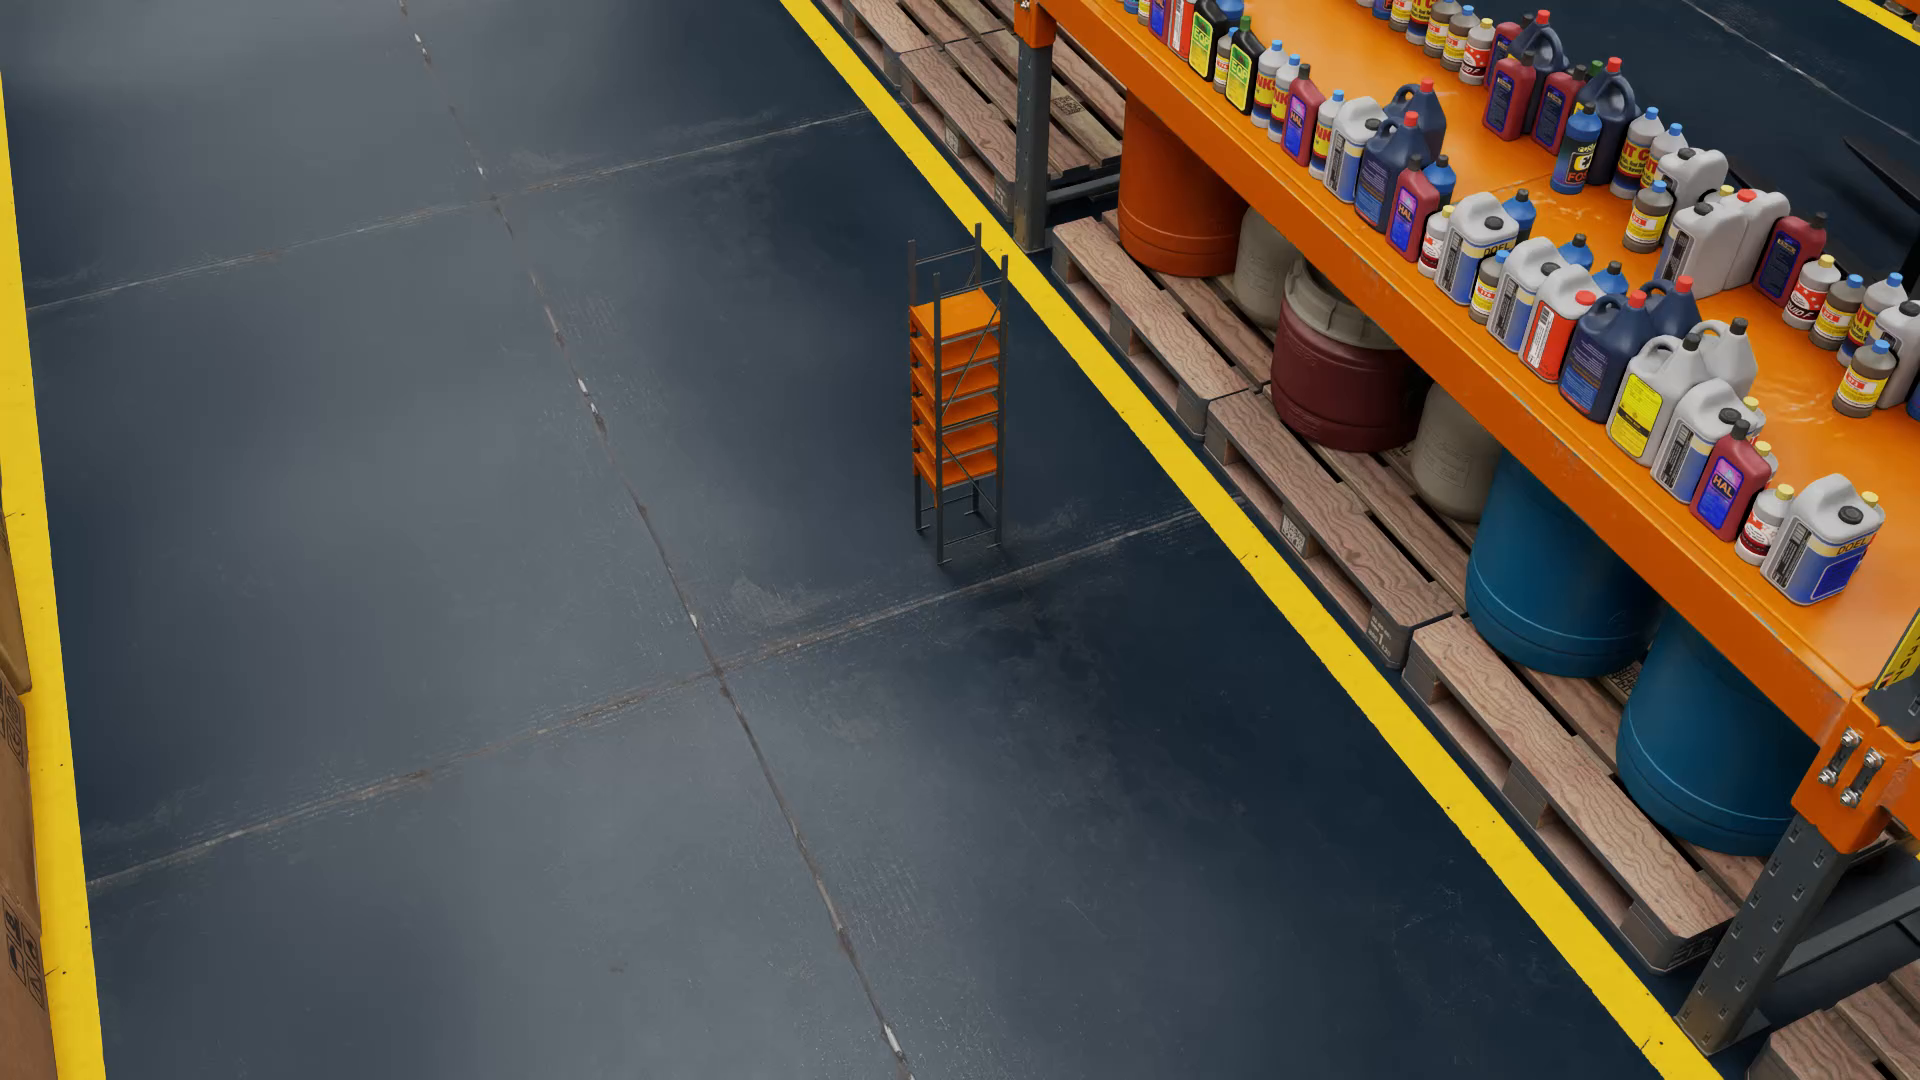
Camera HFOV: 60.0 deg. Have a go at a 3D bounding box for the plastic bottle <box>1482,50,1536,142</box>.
[{"bbox_3d":[1.688,-1.379,5.095,0.061,0.283,0.133,-18,47,-17],"label":"plastic bottle"}]

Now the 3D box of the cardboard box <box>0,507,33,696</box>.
[{"bbox_3d":[-3.520,0.075,4.752,1.225,0.875,0.875,-20,48,-19],"label":"cardboard box"}]

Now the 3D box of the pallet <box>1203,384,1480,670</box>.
[{"bbox_3d":[1.581,-0.182,5.784,1.003,0.211,1.213,-18,47,-17],"label":"pallet"}]

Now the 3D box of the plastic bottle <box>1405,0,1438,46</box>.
[{"bbox_3d":[1.553,-1.789,5.519,0.097,0.271,0.097,0,45,0],"label":"plastic bottle"}]

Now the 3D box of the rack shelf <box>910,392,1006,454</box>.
[{"bbox_3d":[-0.006,-0.405,5.369,0.258,0.103,0.180,-18,47,-17],"label":"rack shelf"}]

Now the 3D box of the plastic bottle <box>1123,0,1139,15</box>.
[{"bbox_3d":[0.616,-1.942,5.674,0.097,0.271,0.097,0,45,0],"label":"plastic bottle"}]

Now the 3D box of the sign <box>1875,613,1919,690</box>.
[{"bbox_3d":[1.885,0.171,3.244,0.100,0.325,0.005,-18,47,-17],"label":"sign"}]

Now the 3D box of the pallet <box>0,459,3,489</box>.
[{"bbox_3d":[-4.118,-0.484,6.090,1.003,0.211,1.213,-18,47,-17],"label":"pallet"}]

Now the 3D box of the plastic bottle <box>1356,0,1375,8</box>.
[{"bbox_3d":[1.430,-1.950,5.732,0.097,0.201,0.097,0,45,0],"label":"plastic bottle"}]

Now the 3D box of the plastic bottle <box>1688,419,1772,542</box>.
[{"bbox_3d":[1.787,-0.140,3.839,0.061,0.283,0.133,-18,47,-17],"label":"plastic bottle"}]

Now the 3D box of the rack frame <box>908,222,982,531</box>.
[{"bbox_3d":[-0.045,-0.495,5.397,0.240,1.200,0.006,-18,47,-17],"label":"rack frame"}]

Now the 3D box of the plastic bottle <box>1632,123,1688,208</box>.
[{"bbox_3d":[2.025,-1.073,4.794,0.097,0.271,0.097,0,45,0],"label":"plastic bottle"}]

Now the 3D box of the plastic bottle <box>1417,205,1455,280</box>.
[{"bbox_3d":[1.332,-0.830,4.597,0.097,0.201,0.097,0,45,0],"label":"plastic bottle"}]

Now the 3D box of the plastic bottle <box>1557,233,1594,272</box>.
[{"bbox_3d":[1.609,-0.690,4.405,0.097,0.271,0.097,0,45,0],"label":"plastic bottle"}]

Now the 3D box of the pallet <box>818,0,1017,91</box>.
[{"bbox_3d":[-0.097,-2.730,8.366,1.003,0.211,1.213,-18,47,-17],"label":"pallet"}]

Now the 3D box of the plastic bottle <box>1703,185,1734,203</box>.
[{"bbox_3d":[2.123,-0.900,4.668,0.097,0.201,0.097,0,45,0],"label":"plastic bottle"}]

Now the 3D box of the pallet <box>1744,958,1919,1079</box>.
[{"bbox_3d":[2.729,1.558,4.021,1.003,0.211,1.213,-18,47,-17],"label":"pallet"}]

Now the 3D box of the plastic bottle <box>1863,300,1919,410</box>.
[{"bbox_3d":[2.382,-0.488,4.197,0.152,0.276,0.135,-18,47,-17],"label":"plastic bottle"}]

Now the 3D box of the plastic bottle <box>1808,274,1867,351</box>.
[{"bbox_3d":[2.317,-0.606,4.370,0.097,0.201,0.097,0,45,0],"label":"plastic bottle"}]

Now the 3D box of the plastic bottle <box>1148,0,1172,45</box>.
[{"bbox_3d":[0.688,-1.805,5.527,0.061,0.283,0.133,-18,47,-17],"label":"plastic bottle"}]

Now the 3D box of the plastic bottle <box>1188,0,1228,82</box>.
[{"bbox_3d":[0.801,-1.634,5.354,0.061,0.283,0.133,-18,47,-17],"label":"plastic bottle"}]

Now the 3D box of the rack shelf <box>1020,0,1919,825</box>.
[{"bbox_3d":[1.544,-0.910,5.049,1.077,0.370,4.000,-18,47,-17],"label":"rack shelf"}]

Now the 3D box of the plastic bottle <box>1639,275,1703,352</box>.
[{"bbox_3d":[1.755,-0.524,4.180,0.144,0.351,0.185,-18,47,-17],"label":"plastic bottle"}]

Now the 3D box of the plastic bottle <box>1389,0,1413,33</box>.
[{"bbox_3d":[1.512,-1.826,5.606,0.097,0.201,0.097,0,45,0],"label":"plastic bottle"}]

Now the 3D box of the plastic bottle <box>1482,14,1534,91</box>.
[{"bbox_3d":[1.741,-1.539,5.257,0.061,0.283,0.133,-18,47,-17],"label":"plastic bottle"}]

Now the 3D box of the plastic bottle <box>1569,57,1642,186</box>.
[{"bbox_3d":[1.904,-1.246,4.913,0.144,0.351,0.185,-18,47,-17],"label":"plastic bottle"}]

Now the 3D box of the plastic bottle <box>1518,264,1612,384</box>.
[{"bbox_3d":[1.560,-0.557,4.268,0.152,0.276,0.135,-18,47,-17],"label":"plastic bottle"}]

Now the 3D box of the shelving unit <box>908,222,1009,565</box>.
[{"bbox_3d":[-0.006,-0.436,5.338,0.258,1.200,0.189,-18,47,-17],"label":"shelving unit"}]

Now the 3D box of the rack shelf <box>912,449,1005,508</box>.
[{"bbox_3d":[-0.006,-0.234,5.538,0.258,0.103,0.180,-18,47,-17],"label":"rack shelf"}]

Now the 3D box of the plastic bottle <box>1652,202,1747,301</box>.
[{"bbox_3d":[2.009,-0.800,4.514,0.152,0.276,0.135,-18,47,-17],"label":"plastic bottle"}]

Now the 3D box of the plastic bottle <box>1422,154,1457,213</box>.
[{"bbox_3d":[1.332,-0.958,4.677,0.097,0.271,0.097,0,45,0],"label":"plastic bottle"}]

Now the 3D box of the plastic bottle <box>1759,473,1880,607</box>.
[{"bbox_3d":[1.926,-0.003,3.706,0.152,0.276,0.135,-18,47,-17],"label":"plastic bottle"}]

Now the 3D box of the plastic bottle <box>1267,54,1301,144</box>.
[{"bbox_3d":[1.004,-1.353,5.077,0.097,0.271,0.097,0,45,0],"label":"plastic bottle"}]

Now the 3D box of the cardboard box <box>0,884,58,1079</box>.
[{"bbox_3d":[-2.773,1.207,3.605,1.225,0.875,0.875,-20,48,-19],"label":"cardboard box"}]

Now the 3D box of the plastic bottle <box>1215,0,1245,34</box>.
[{"bbox_3d":[0.865,-1.665,5.393,0.097,0.271,0.097,0,45,0],"label":"plastic bottle"}]

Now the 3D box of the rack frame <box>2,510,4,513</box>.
[{"bbox_3d":[-3.791,-0.978,4.605,1.000,3.000,0.127,-18,47,-17],"label":"rack frame"}]

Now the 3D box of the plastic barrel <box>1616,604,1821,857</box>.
[{"bbox_3d":[2.172,0.354,4.451,0.600,0.901,0.708,-18,47,-17],"label":"plastic barrel"}]

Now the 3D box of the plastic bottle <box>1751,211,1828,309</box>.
[{"bbox_3d":[2.244,-0.776,4.484,0.061,0.283,0.133,-18,47,-17],"label":"plastic bottle"}]

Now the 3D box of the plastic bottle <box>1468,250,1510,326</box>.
[{"bbox_3d":[1.430,-0.682,4.447,0.097,0.201,0.097,0,45,0],"label":"plastic bottle"}]

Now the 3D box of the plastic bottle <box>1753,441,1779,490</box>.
[{"bbox_3d":[1.851,-0.145,3.903,0.097,0.201,0.097,0,45,0],"label":"plastic bottle"}]

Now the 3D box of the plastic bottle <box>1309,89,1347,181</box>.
[{"bbox_3d":[1.101,-1.206,4.928,0.097,0.271,0.097,0,45,0],"label":"plastic bottle"}]

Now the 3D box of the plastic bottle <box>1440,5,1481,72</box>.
[{"bbox_3d":[1.635,-1.640,5.418,0.097,0.201,0.097,0,45,0],"label":"plastic bottle"}]

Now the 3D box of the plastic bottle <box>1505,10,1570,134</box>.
[{"bbox_3d":[1.770,-1.449,5.118,0.144,0.351,0.185,-18,47,-17],"label":"plastic bottle"}]

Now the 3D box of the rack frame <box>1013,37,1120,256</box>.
[{"bbox_3d":[0.703,-2.441,6.088,1.000,3.000,0.127,-18,47,-17],"label":"rack frame"}]

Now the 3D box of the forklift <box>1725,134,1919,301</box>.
[{"bbox_3d":[3.974,-1.559,5.243,1.130,2.935,3.031,-11,46,-11],"label":"forklift"}]

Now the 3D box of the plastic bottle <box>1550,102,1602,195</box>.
[{"bbox_3d":[1.812,-1.155,4.876,0.097,0.271,0.097,0,45,0],"label":"plastic bottle"}]

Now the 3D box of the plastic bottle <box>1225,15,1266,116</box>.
[{"bbox_3d":[0.898,-1.487,5.205,0.061,0.283,0.133,-18,47,-17],"label":"plastic bottle"}]

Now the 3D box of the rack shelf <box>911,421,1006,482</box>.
[{"bbox_3d":[-0.006,-0.319,5.453,0.258,0.103,0.180,-18,47,-17],"label":"rack shelf"}]

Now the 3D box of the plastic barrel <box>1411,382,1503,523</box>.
[{"bbox_3d":[1.717,-0.345,5.436,0.421,0.512,0.421,0,45,0],"label":"plastic barrel"}]

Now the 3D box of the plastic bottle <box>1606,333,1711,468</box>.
[{"bbox_3d":[1.701,-0.363,4.018,0.144,0.351,0.185,-18,47,-17],"label":"plastic bottle"}]

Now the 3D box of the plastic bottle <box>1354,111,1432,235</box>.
[{"bbox_3d":[1.238,-1.065,4.729,0.144,0.351,0.185,-18,47,-17],"label":"plastic bottle"}]

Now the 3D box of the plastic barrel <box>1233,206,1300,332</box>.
[{"bbox_3d":[1.243,-1.064,6.165,0.421,0.512,0.421,0,45,0],"label":"plastic barrel"}]
